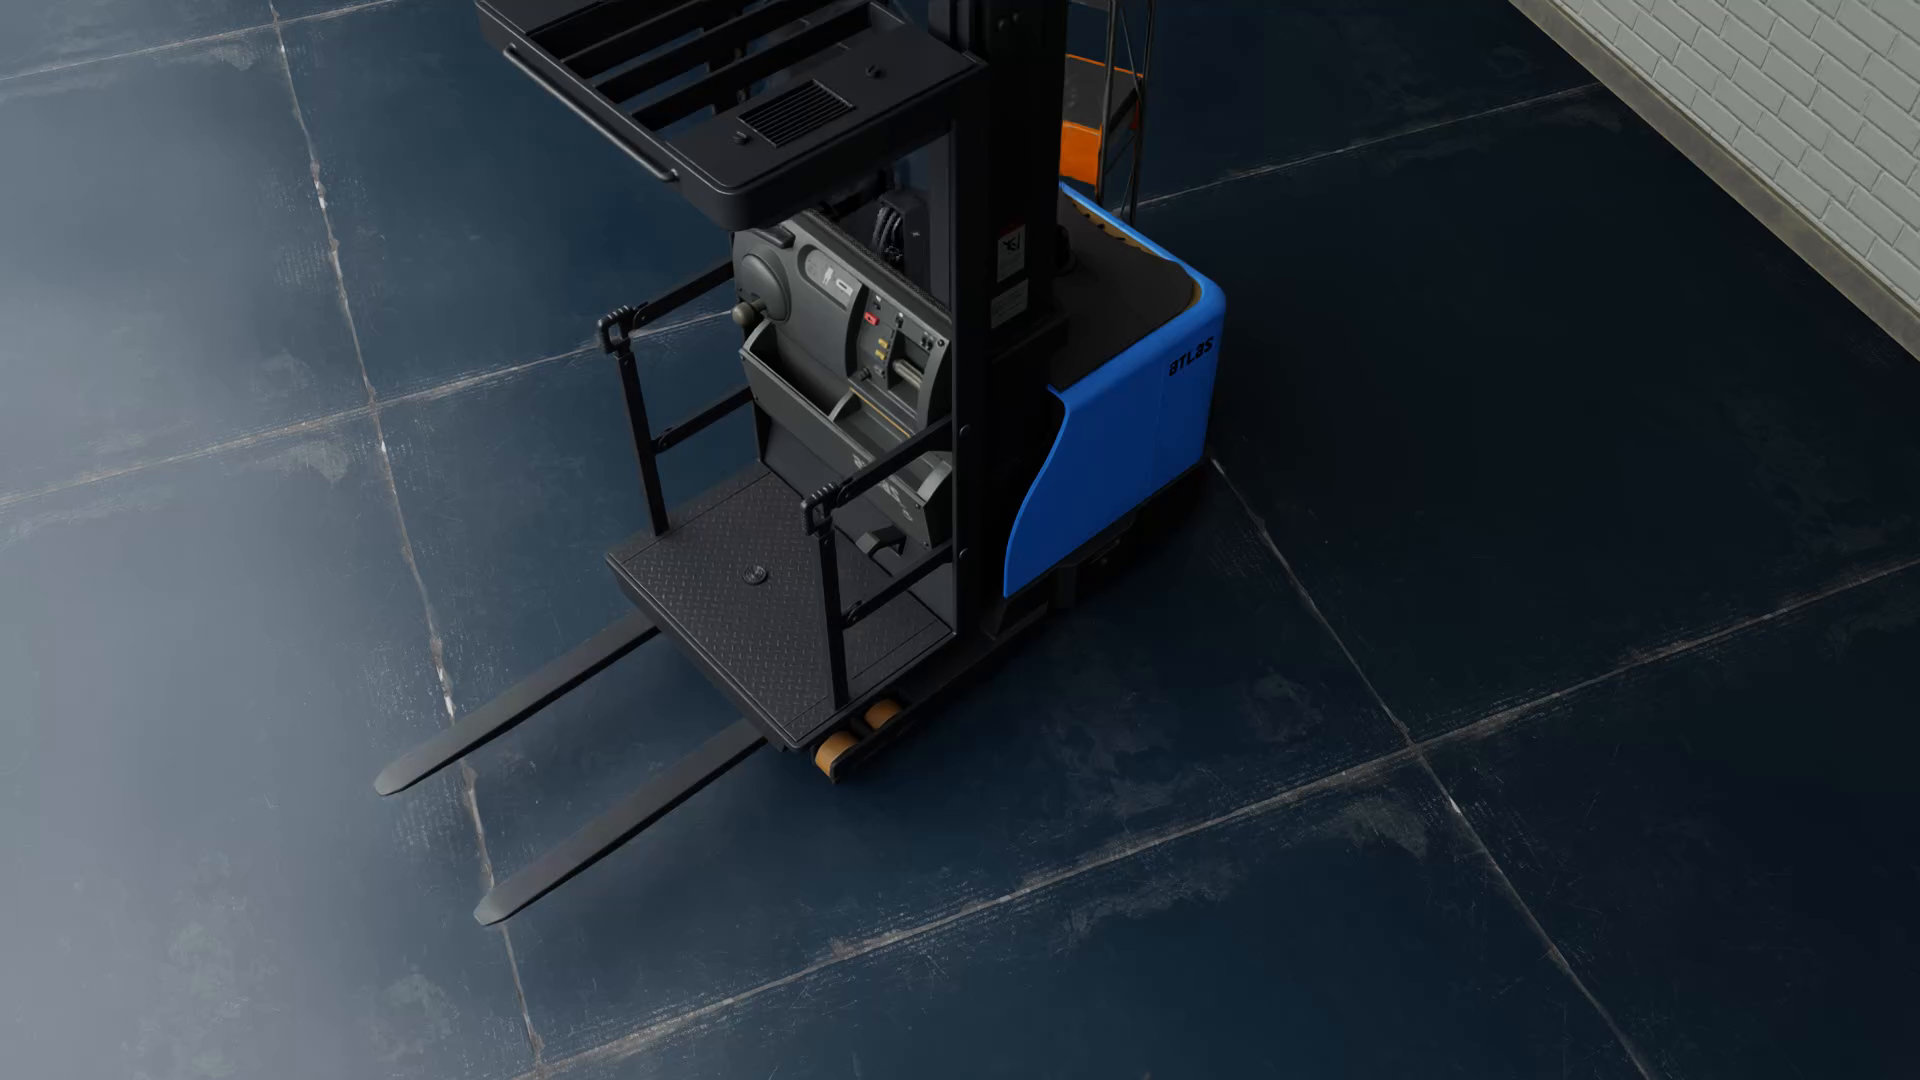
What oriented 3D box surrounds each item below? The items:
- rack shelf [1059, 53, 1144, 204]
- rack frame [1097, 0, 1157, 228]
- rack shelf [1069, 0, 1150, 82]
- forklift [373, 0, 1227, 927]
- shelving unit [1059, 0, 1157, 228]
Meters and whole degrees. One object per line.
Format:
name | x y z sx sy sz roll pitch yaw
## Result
rack shelf | 0.374 -1.488 6.162 0.480 0.518 0.431 21 53 17
rack frame | 0.591 -1.412 6.079 0.015 2.100 0.400 21 53 17
rack shelf | 0.374 -1.944 5.631 0.480 0.518 0.431 21 53 17
forklift | -0.521 -0.610 4.842 3.031 2.935 1.130 -34 57 -26
shelving unit | 0.374 -1.497 6.151 0.503 2.100 0.431 21 53 17
